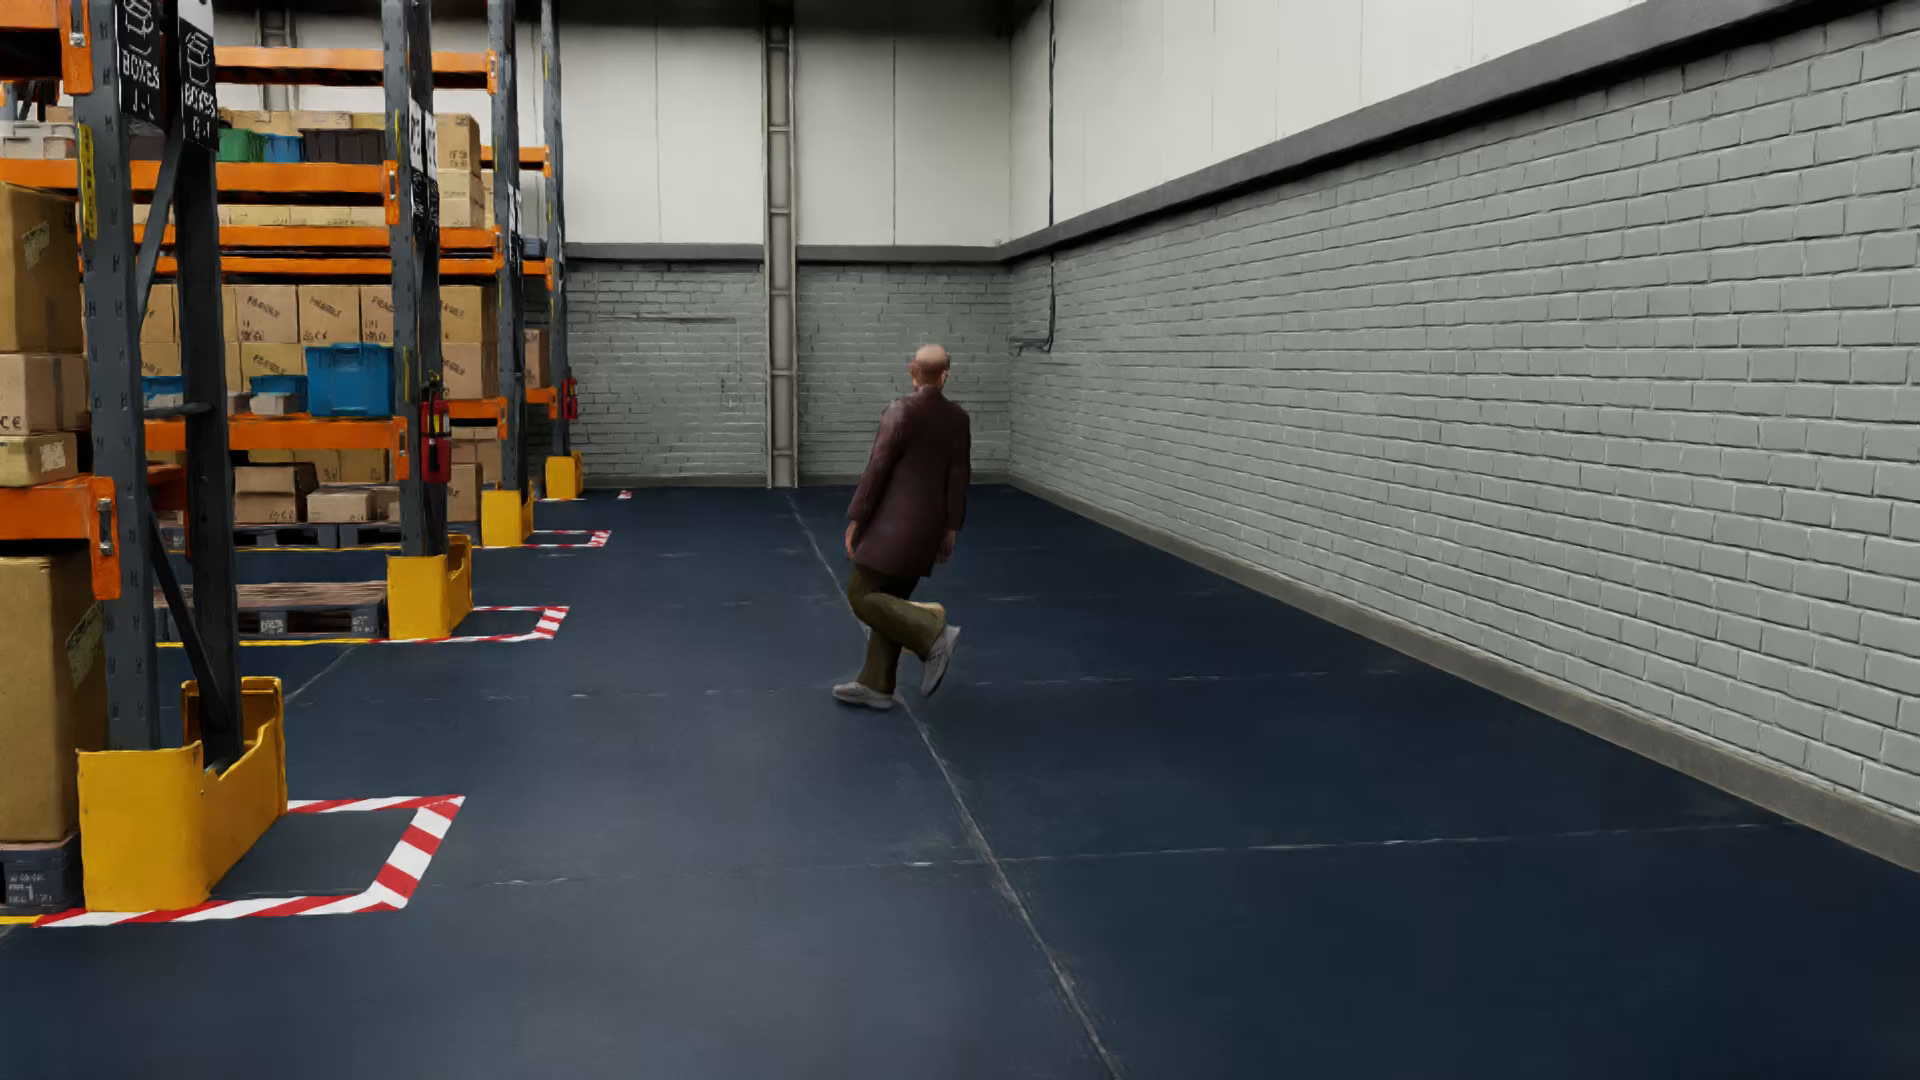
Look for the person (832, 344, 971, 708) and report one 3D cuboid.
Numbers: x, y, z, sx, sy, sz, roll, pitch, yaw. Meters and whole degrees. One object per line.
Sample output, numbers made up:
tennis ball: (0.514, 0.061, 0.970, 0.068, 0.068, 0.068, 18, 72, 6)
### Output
person: (-0.238, -0.064, 7.959, 0.776, 1.740, 0.646, 5, 8, 38)
